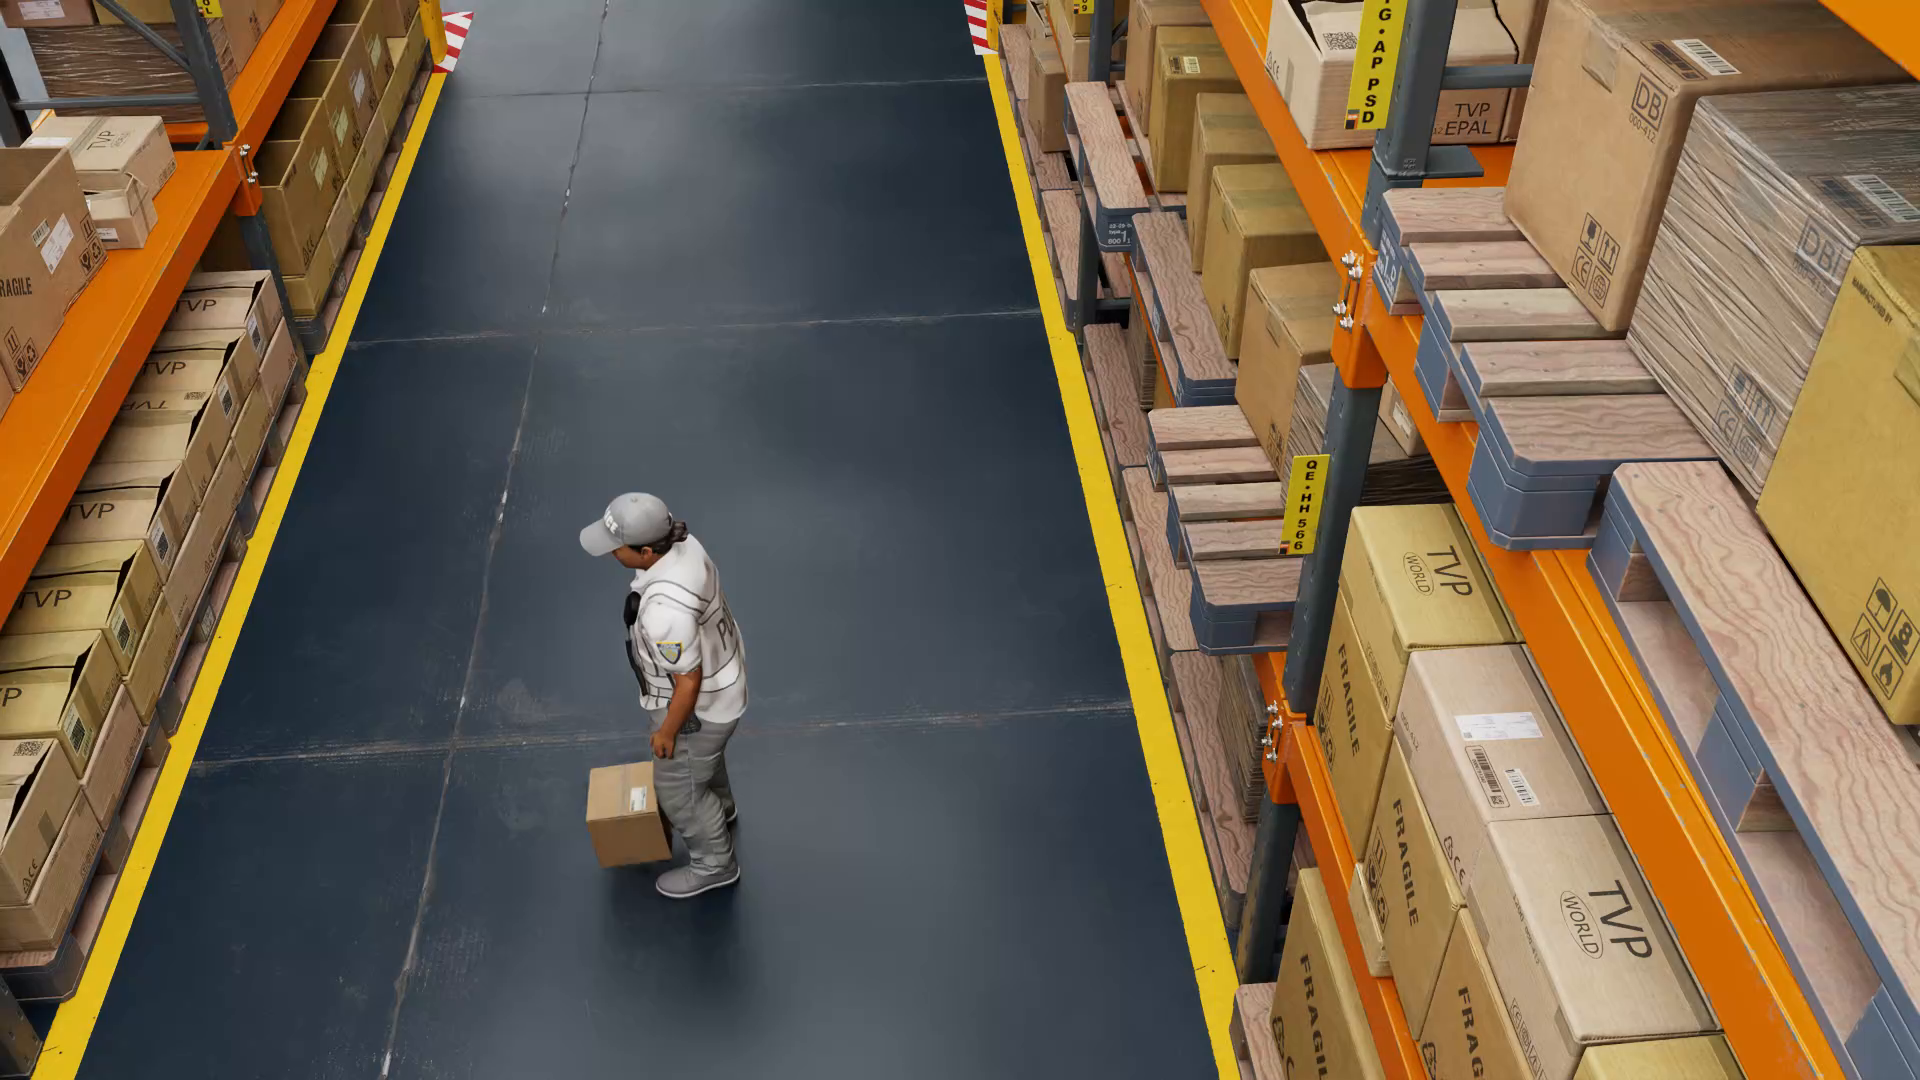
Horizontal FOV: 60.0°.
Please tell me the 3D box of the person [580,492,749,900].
[{"bbox_3d":[-0.934,0.497,5.542,0.454,1.668,0.533,-4,40,-5],"label":"person"}]
